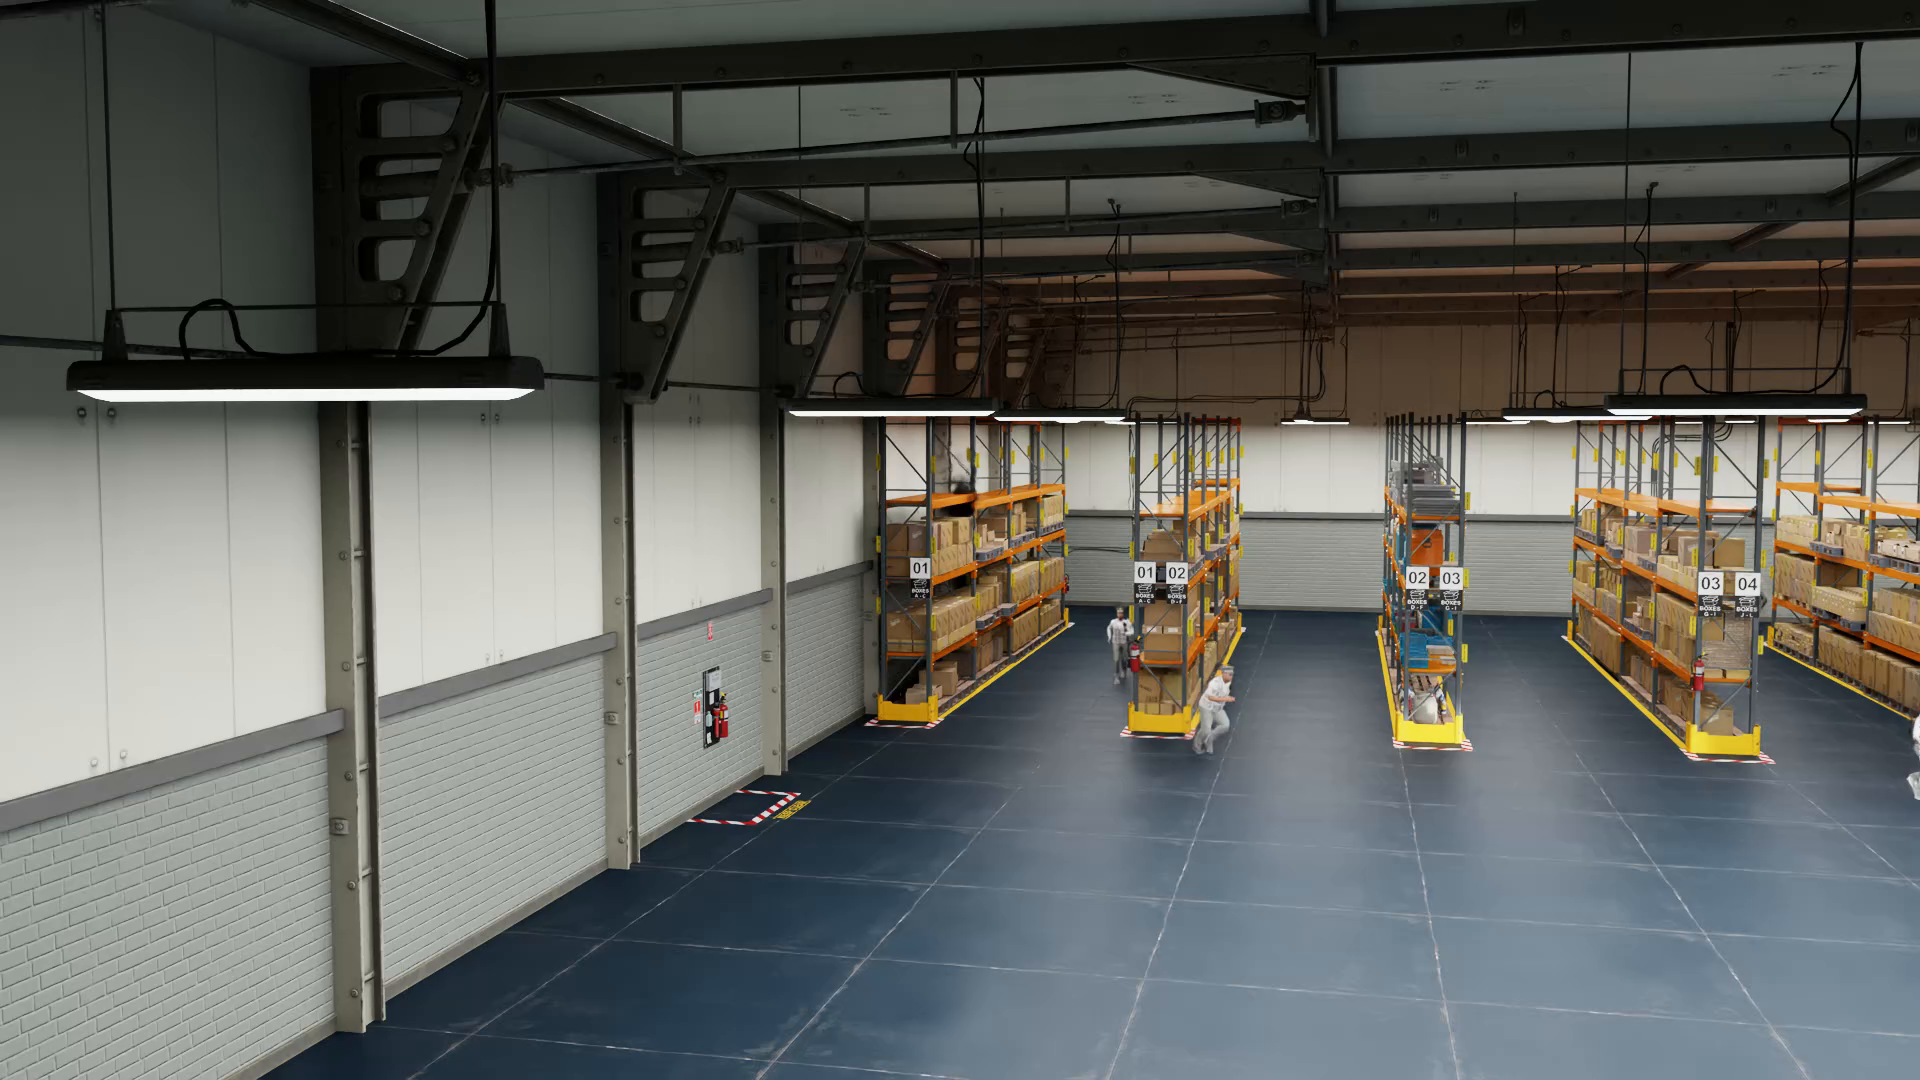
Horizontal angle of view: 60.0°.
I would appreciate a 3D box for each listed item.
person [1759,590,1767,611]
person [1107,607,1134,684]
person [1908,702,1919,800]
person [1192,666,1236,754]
[{"bbox_3d":[21.102,1.878,44.433,0.579,1.660,0.717,-1,4,-21],"label":"person"},{"bbox_3d":[3.585,2.335,37.287,0.593,1.676,0.940,1,4,8],"label":"person"},{"bbox_3d":[14.798,3.226,25.493,0.545,1.564,0.490,-3,5,-35],"label":"person"},{"bbox_3d":[4.482,2.954,29.036,0.697,1.595,0.955,-4,5,-44],"label":"person"}]
